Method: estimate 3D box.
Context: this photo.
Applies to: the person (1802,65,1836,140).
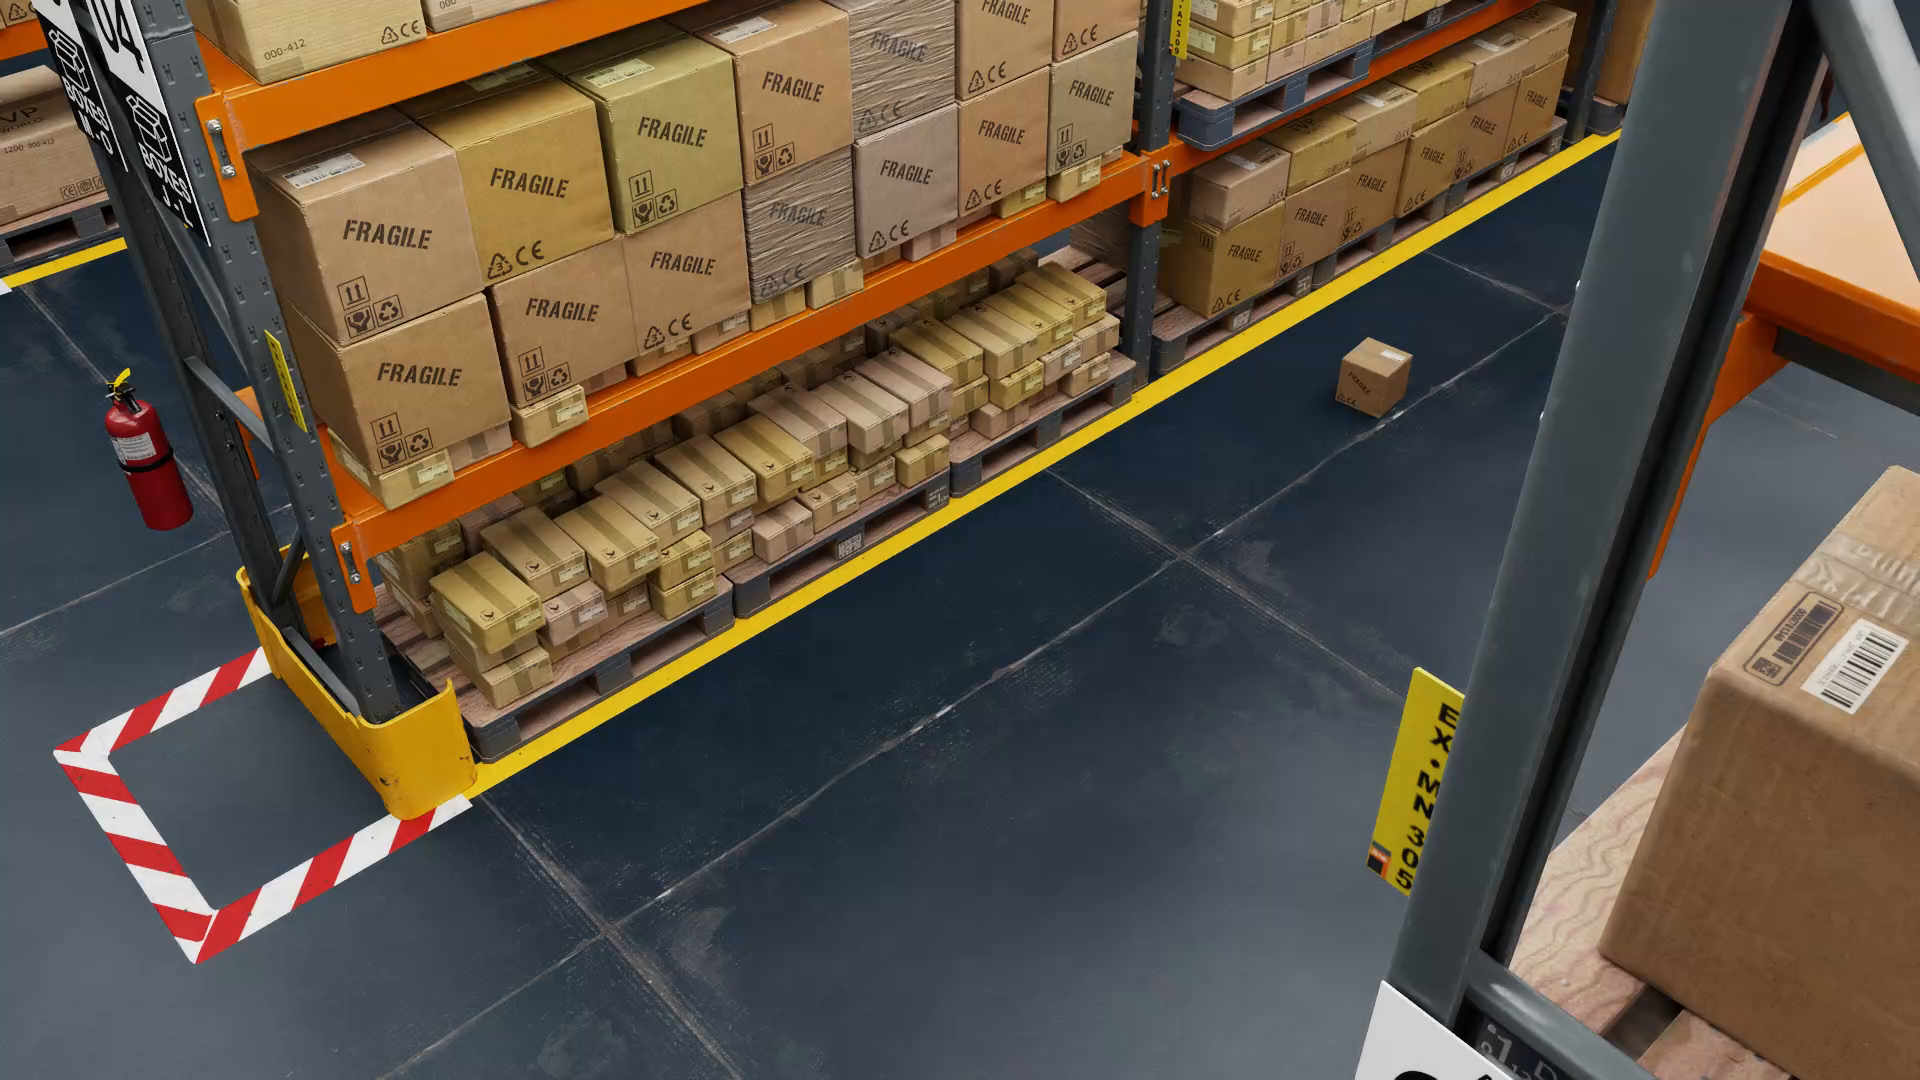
[{"bbox_3d":[4.437,-2.387,8.992,0.922,1.611,0.432,-28,48,-29],"label":"person"}]
